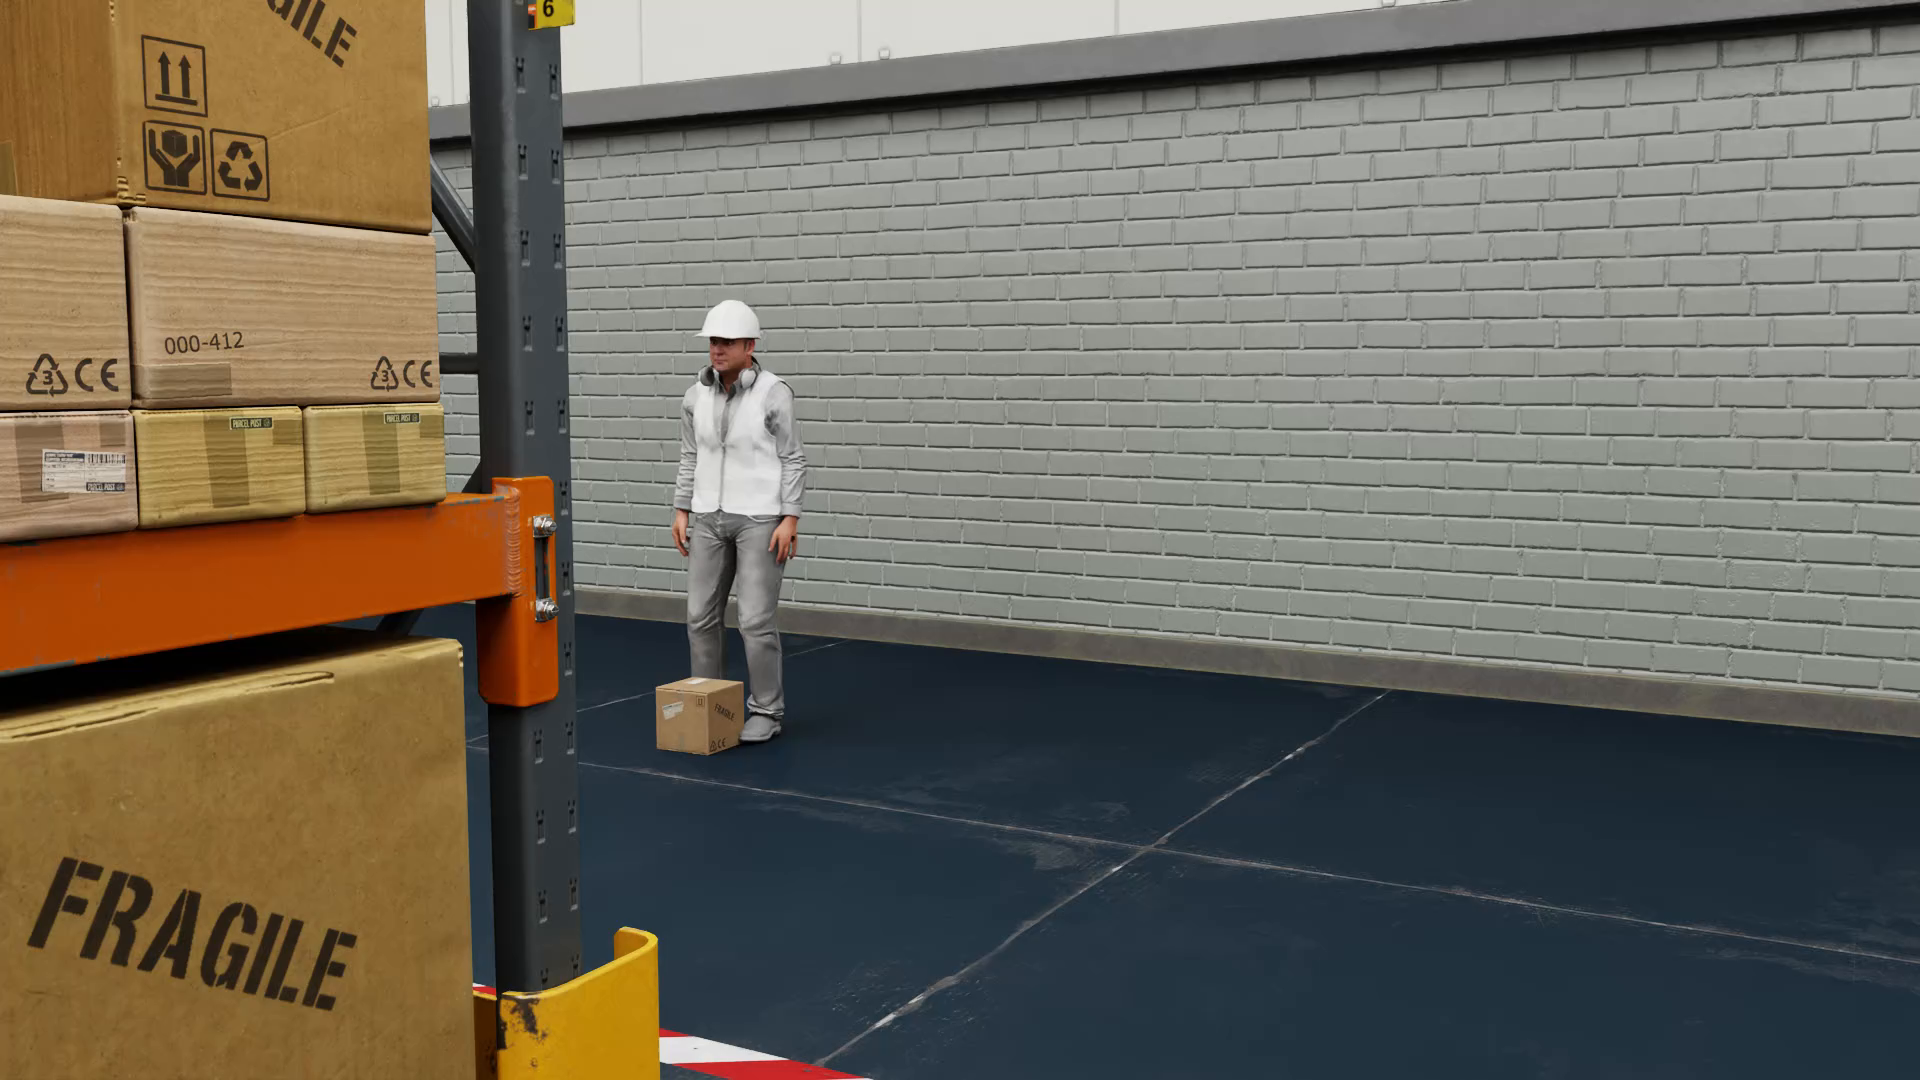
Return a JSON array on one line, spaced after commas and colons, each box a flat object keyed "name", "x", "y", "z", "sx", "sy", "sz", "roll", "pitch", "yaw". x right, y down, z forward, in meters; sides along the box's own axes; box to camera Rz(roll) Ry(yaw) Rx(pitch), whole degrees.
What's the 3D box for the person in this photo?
[{"name": "person", "x": -0.908, "y": -0.080, "z": 6.778, "sx": 0.593, "sy": 1.771, "sz": 0.464, "roll": 3, "pitch": 6, "yaw": 25}]
